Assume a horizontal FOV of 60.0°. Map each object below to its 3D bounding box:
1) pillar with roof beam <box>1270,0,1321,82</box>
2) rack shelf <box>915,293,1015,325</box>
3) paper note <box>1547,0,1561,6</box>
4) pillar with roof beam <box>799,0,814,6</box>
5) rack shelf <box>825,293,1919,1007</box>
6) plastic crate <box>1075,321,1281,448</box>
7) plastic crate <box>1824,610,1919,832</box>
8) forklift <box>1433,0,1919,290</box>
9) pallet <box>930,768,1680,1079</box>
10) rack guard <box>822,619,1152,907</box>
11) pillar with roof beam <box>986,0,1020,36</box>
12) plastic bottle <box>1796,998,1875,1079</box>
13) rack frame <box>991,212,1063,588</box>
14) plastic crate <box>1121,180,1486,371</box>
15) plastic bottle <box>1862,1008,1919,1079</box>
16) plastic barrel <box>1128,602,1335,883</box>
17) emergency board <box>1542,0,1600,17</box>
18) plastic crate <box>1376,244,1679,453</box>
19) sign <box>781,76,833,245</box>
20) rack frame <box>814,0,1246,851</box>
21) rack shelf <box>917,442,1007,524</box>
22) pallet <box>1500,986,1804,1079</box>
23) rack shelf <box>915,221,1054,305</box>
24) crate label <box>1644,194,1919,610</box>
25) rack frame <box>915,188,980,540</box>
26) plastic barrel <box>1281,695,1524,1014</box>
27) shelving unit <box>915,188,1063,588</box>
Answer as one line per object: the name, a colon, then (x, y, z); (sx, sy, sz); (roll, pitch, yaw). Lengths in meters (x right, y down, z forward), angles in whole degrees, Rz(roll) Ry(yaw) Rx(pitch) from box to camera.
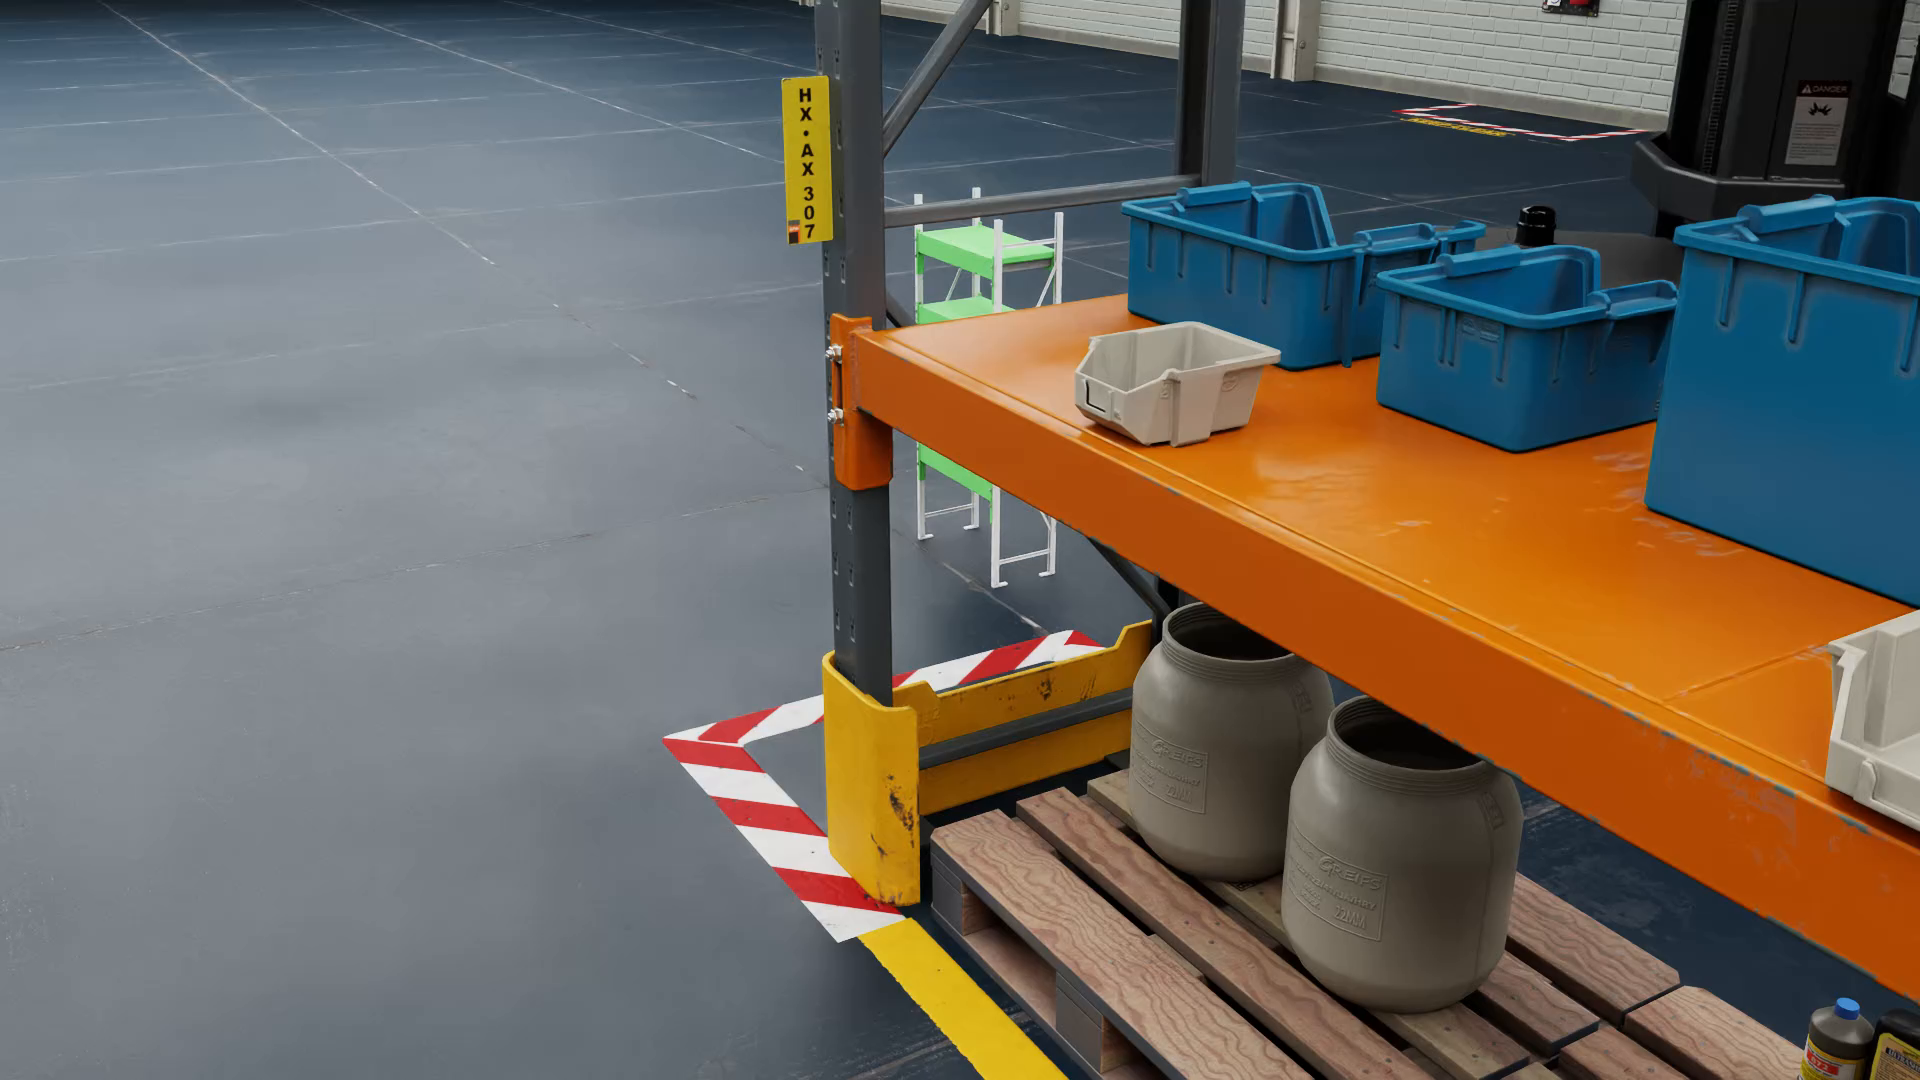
pillar with roof beam: (-0.041, -8.414, 14.561); (9.100, 9.000, 0.400); (-13, 25, -28)
rack shelf: (0.085, -0.665, 5.387); (0.258, 0.148, 0.480); (-13, 25, -28)
paper note: (5.464, -4.990, 15.275); (0.016, 0.148, 0.142); (-13, 25, -28)
pillar with roof beam: (-6.171, -12.299, 24.118); (9.100, 9.000, 0.400); (-13, 25, -28)
rack shelf: (1.193, 0.248, 2.174); (1.077, 0.370, 4.000); (-13, 25, -28)
plastic crate: (0.352, -0.259, 2.816); (0.298, 0.136, 0.250); (-13, 25, -28)
plastic crate: (1.167, 0.207, 1.669); (0.530, 0.136, 0.437); (-13, 25, -28)
forklift: (2.837, -1.137, 4.715); (3.031, 2.935, 1.130); (4, 23, 11)
pallet: (0.661, 0.838, 3.468); (1.003, 0.211, 1.213); (-13, 25, -28)
rack guard: (0.251, 0.441, 4.064); (1.175, 0.500, 0.348); (-13, 25, -28)
pillar with roof beam: (-3.106, -10.356, 19.340); (9.100, 9.000, 0.400); (-13, 25, -28)
plastic bottle: (1.486, 0.870, 2.820); (0.097, 0.201, 0.097); (0, 22, 0)
rack frame: (0.209, -0.423, 5.259); (0.240, 1.200, 0.015); (-13, 25, -28)
plastic crate: (0.684, -0.560, 3.402); (0.499, 0.251, 0.616); (-13, 25, -28)
plastic bottle: (1.562, 0.866, 2.720); (0.061, 0.283, 0.133); (-12, 25, -27)
plastic barrel: (0.573, 0.423, 3.533); (0.421, 0.512, 0.421); (0, 22, 0)
emergency board: (5.495, -5.328, 14.936); (0.194, 1.169, 0.643); (-13, 25, -28)
plastic crate: (1.011, -0.348, 2.882); (0.499, 0.251, 0.408); (-13, 25, -28)
sign: (-0.304, -0.757, 3.322); (0.100, 0.325, 0.005); (-13, 25, -28)
rack frame: (0.171, -0.733, 3.631); (1.000, 3.000, 0.127); (-13, 25, -28)
rack shelf: (0.085, -0.221, 5.568); (0.258, 0.148, 0.480); (-13, 25, -28)
pallet: (1.280, 1.233, 2.498); (1.003, 0.211, 1.213); (-13, 25, -28)
rack shelf: (0.085, -0.888, 5.297); (0.258, 0.148, 0.480); (-13, 25, -28)
crate label: (1.344, -0.206, 2.287); (0.502, 0.435, 0.616); (-13, 25, -28)
rack frame: (-0.040, -0.581, 5.648); (0.240, 1.200, 0.015); (-13, 25, -28)
plastic barrel: (0.829, 0.586, 3.133); (0.421, 0.512, 0.421); (0, 22, 0)
shelving unit: (0.085, -0.502, 5.454); (0.258, 1.200, 0.503); (-13, 25, -28)
